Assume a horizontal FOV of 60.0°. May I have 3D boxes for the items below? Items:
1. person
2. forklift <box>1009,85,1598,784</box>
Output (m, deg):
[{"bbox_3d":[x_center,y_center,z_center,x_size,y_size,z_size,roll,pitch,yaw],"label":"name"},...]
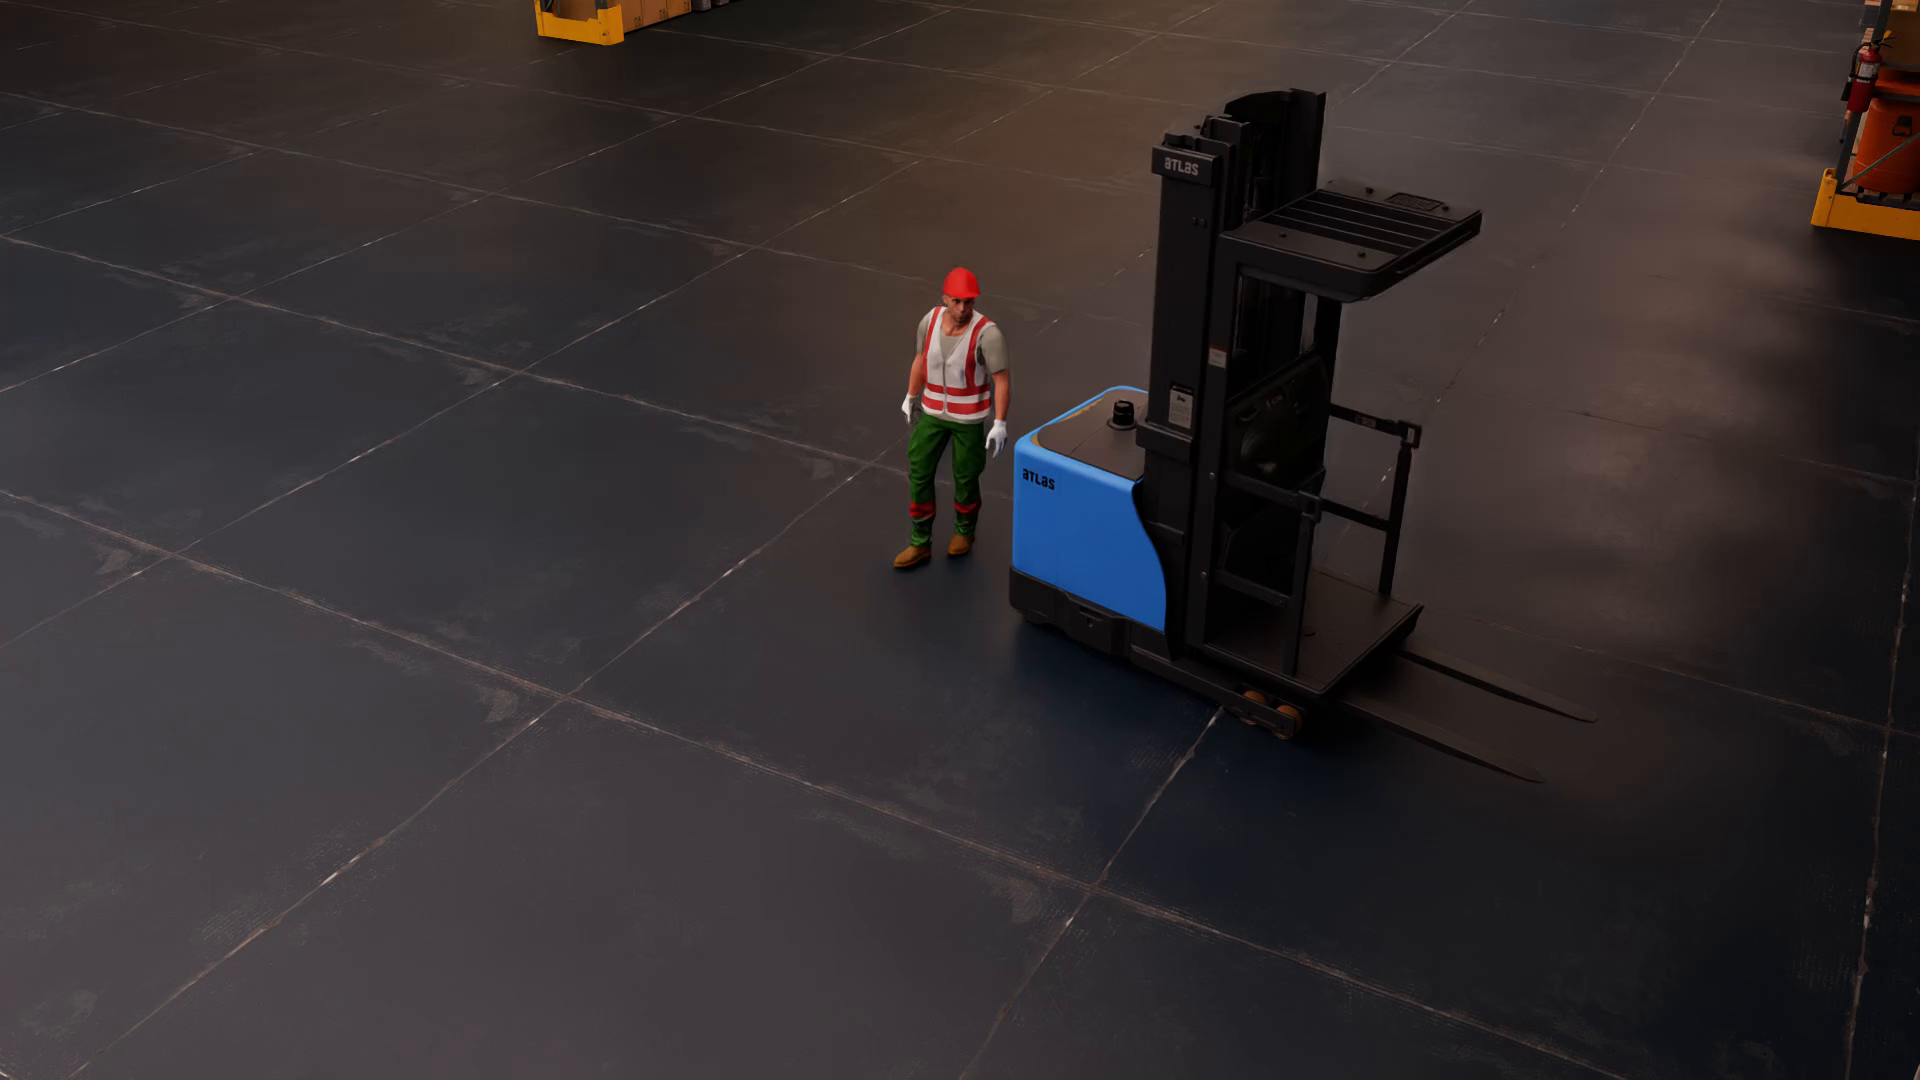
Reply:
[{"bbox_3d":[-0.056,-0.661,9.387,0.717,1.781,0.585,13,32,21],"label":"person"},{"bbox_3d":[1.725,-0.575,8.067,3.031,2.935,1.130,23,37,34],"label":"forklift"}]
